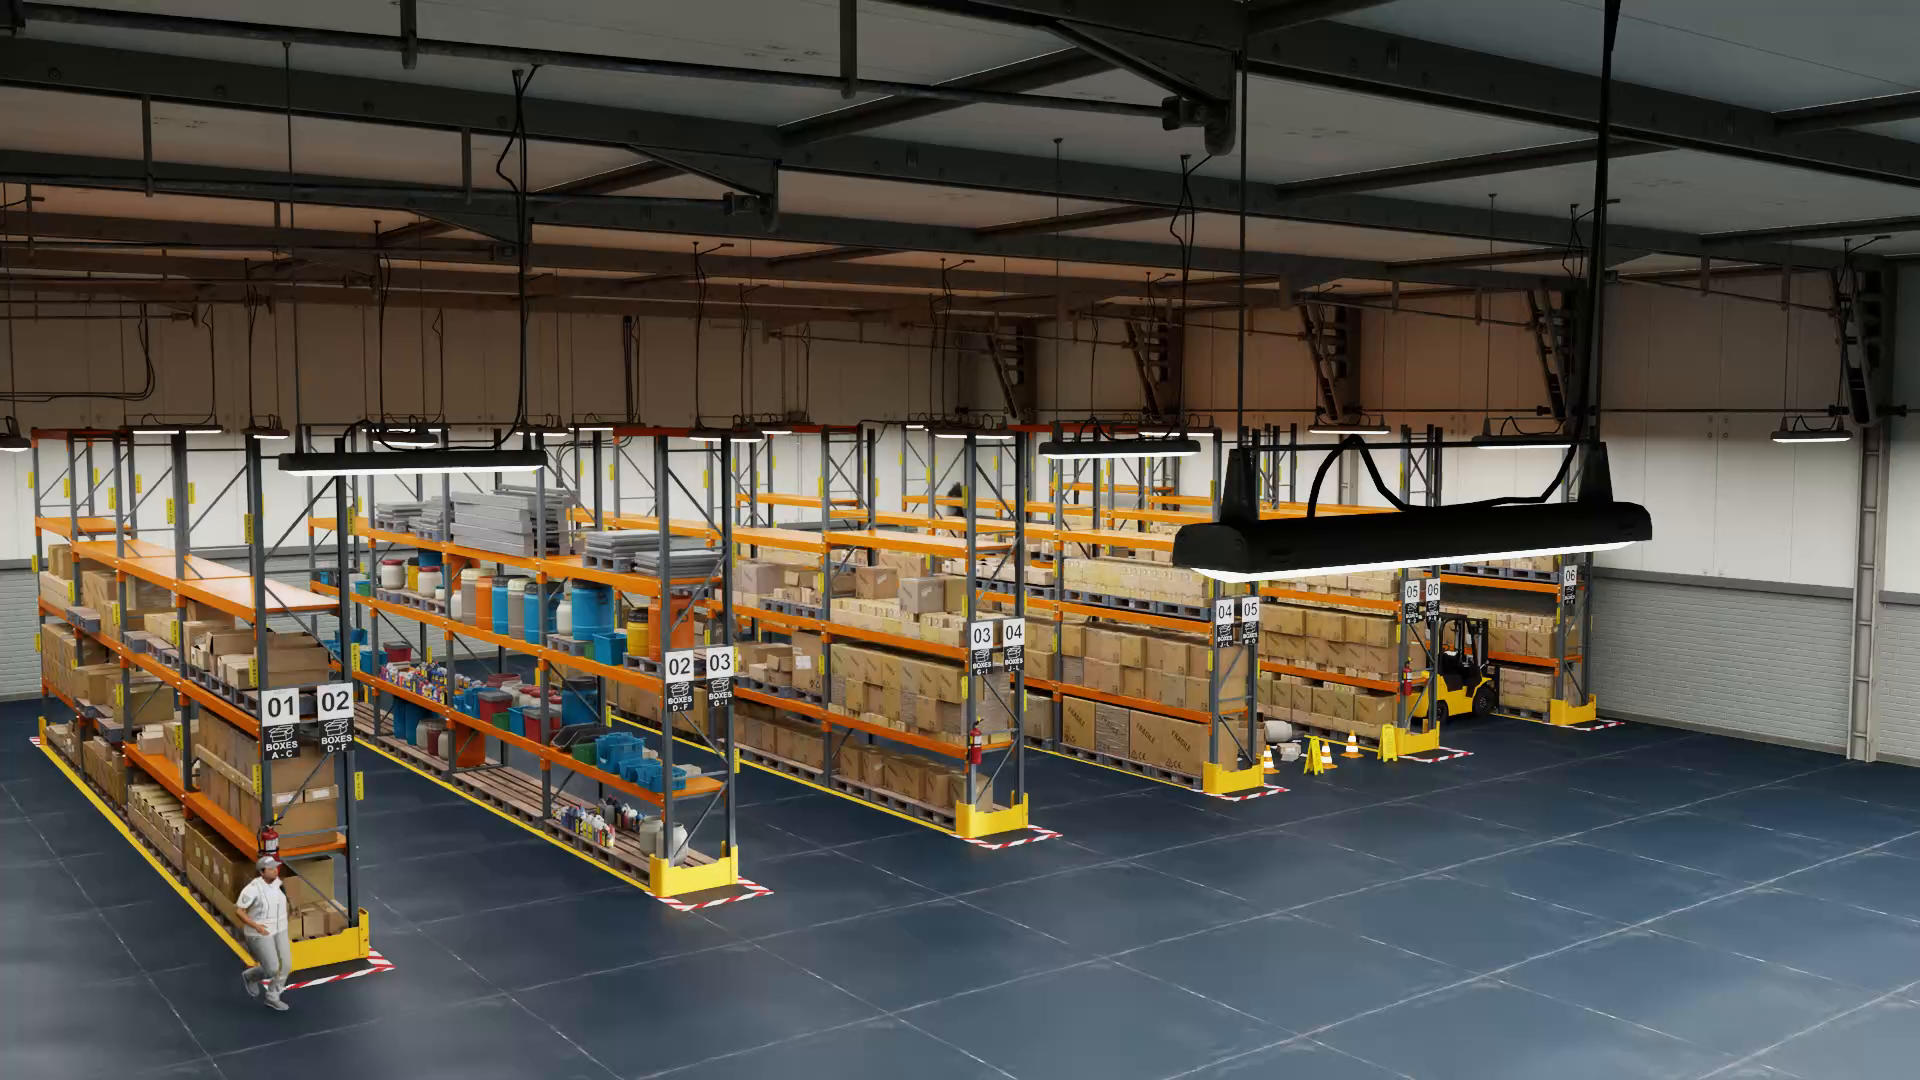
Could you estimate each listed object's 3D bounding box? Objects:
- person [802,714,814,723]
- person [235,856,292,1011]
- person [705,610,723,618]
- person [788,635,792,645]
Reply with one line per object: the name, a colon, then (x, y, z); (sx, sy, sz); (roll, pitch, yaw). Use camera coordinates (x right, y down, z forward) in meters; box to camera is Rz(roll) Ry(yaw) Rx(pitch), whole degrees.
person: (-2.994, 2.985, 32.647); (0.607, 1.617, 0.684); (-3, 6, -36)
person: (-7.350, 4.151, 17.597); (0.538, 1.637, 0.635); (2, 5, 27)
person: (-6.106, 2.243, 41.254); (0.795, 1.762, 0.848); (-4, 6, -41)
person: (-4.134, 2.194, 41.957); (0.545, 1.696, 0.664); (3, 5, 30)
